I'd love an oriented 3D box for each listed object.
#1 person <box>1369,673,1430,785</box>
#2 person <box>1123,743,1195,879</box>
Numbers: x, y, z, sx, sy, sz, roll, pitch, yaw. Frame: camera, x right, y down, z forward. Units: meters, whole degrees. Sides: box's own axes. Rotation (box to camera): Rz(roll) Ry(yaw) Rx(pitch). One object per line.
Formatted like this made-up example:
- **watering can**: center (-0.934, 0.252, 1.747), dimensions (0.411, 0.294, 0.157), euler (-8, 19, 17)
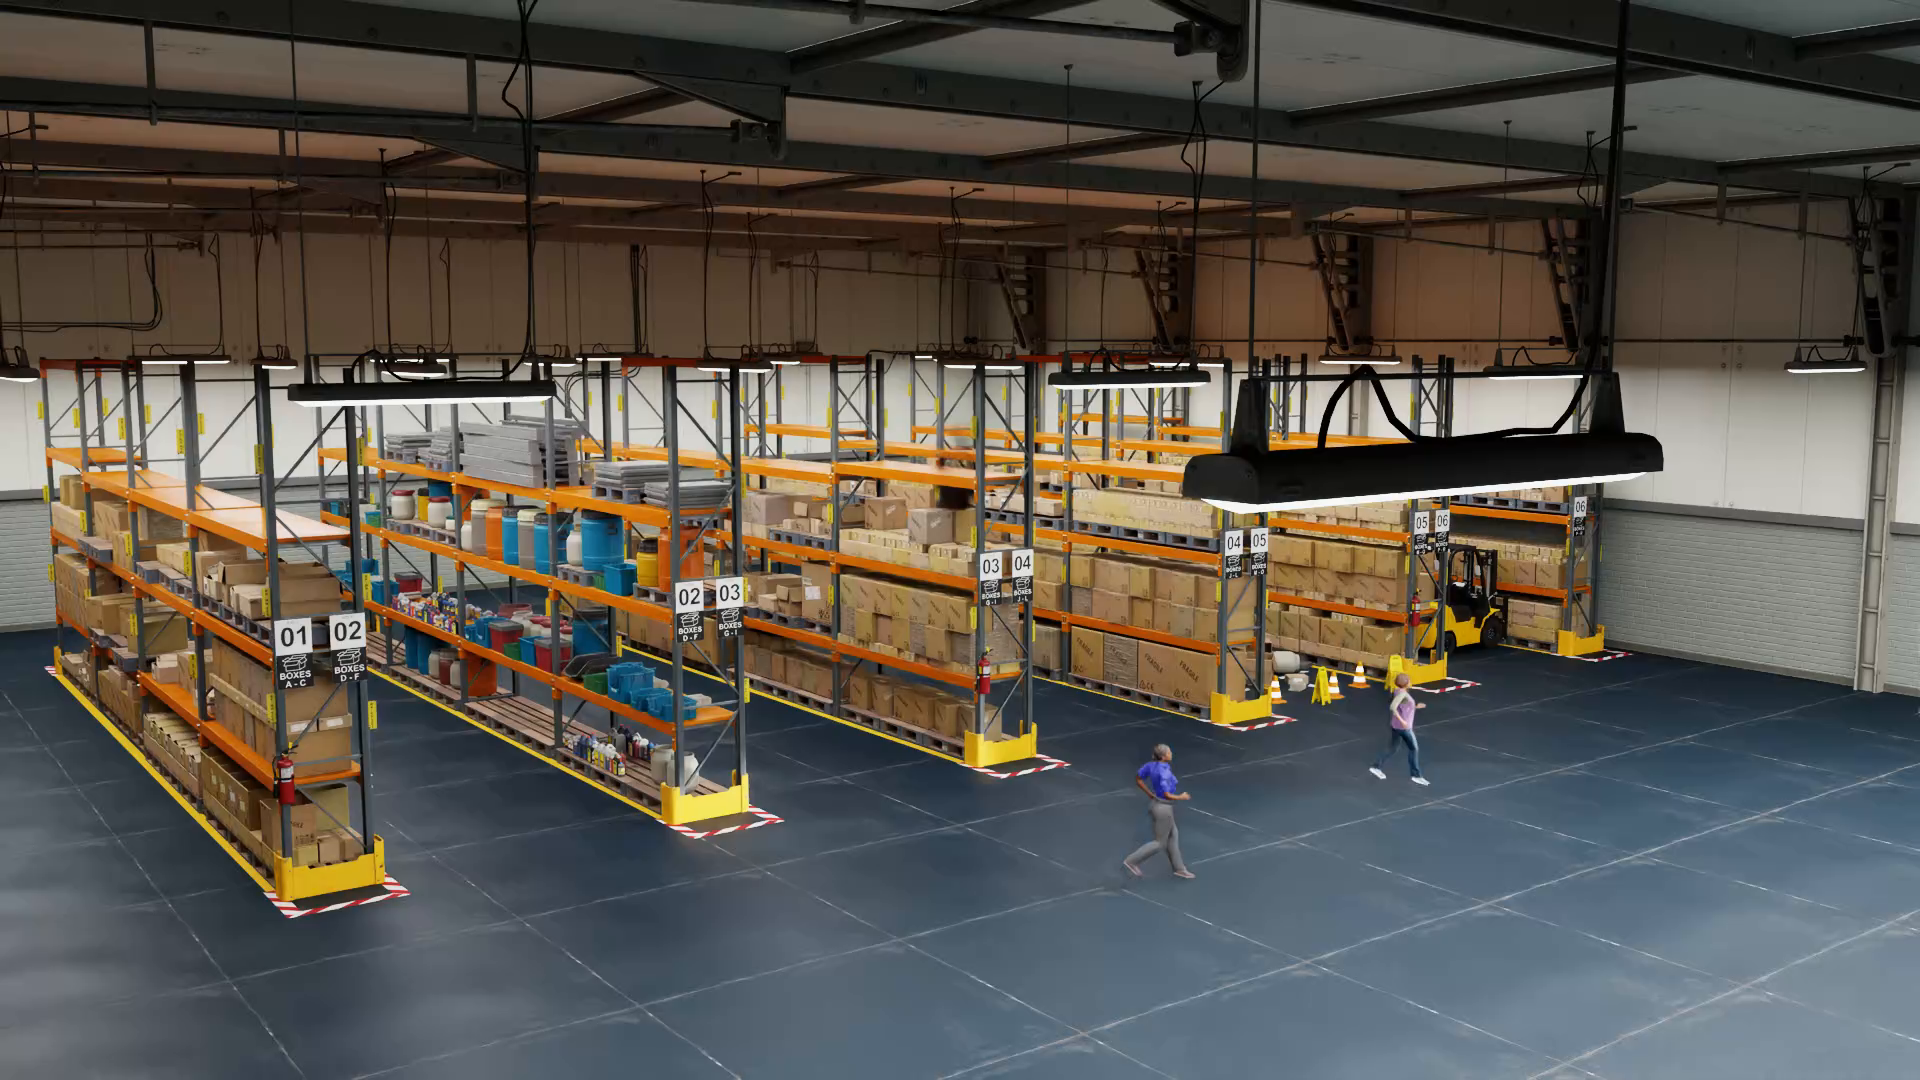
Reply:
- **person**: center (6.277, 2.684, 23.652), dimensions (0.832, 1.611, 0.524), euler (0, 7, -1)
- **person**: center (2.333, 3.199, 19.426), dimensions (0.930, 1.649, 0.592), euler (-2, 7, -13)
